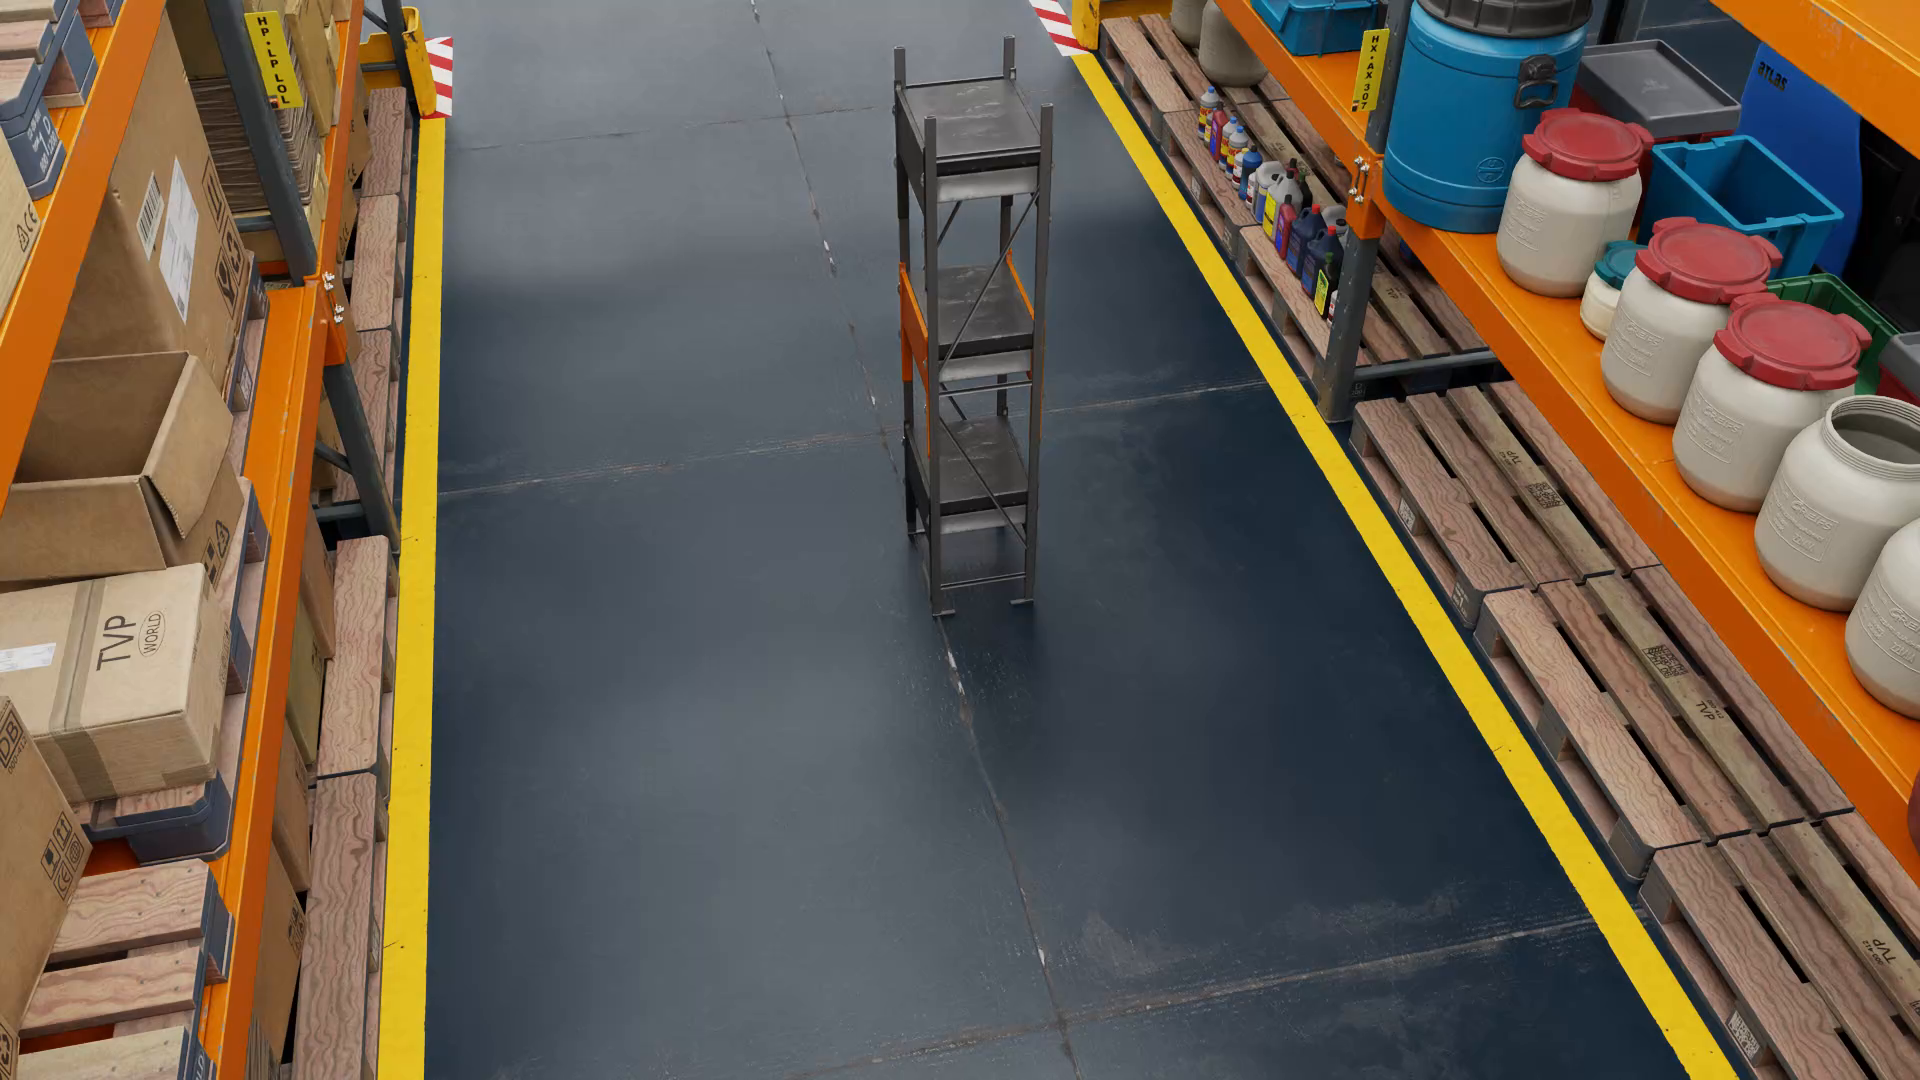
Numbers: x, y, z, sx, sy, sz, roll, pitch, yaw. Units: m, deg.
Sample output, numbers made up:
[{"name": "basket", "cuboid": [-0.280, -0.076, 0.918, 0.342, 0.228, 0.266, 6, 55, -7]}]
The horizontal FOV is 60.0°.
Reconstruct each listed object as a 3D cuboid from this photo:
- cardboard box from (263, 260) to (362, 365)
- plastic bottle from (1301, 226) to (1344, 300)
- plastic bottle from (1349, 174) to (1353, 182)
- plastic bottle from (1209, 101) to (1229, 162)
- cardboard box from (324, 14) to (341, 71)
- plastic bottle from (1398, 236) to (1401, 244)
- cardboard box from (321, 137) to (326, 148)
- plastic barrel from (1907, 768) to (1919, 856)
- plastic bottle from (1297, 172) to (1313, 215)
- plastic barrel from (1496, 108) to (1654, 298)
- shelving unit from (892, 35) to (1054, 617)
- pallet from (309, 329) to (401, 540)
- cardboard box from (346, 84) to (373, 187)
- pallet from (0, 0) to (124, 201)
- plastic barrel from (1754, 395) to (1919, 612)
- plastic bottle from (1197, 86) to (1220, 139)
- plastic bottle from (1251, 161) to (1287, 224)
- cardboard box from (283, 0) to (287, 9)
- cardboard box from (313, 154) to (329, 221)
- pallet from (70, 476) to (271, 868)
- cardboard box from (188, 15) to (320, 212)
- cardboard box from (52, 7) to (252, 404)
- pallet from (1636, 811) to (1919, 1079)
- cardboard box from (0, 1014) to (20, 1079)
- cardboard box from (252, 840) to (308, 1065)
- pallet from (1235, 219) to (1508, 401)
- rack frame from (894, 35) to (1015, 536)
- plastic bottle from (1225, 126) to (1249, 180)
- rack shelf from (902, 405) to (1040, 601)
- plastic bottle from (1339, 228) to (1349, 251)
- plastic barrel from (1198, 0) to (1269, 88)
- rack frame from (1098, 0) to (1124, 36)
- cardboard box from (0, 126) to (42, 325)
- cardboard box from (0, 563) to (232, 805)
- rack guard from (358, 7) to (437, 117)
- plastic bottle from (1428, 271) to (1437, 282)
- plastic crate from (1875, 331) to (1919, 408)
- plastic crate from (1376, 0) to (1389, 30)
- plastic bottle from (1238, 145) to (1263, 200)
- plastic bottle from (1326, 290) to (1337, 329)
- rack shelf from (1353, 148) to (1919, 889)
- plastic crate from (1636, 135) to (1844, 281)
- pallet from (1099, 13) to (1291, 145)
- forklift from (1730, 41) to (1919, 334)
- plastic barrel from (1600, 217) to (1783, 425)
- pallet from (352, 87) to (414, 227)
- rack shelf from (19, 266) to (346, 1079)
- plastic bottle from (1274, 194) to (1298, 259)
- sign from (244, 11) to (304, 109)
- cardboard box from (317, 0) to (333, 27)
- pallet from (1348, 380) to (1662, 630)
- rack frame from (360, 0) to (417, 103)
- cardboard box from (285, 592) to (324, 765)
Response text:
[{"name": "cardboard box", "cuboid": [-2.927, -0.885, 7.054, 0.500, 0.500, 0.500, 4, 42, 4]}, {"name": "plastic bottle", "cuboid": [1.667, -1.288, 7.605, 0.144, 0.351, 0.185, -9, 42, -10]}, {"name": "plastic bottle", "cuboid": [2.037, -1.911, 8.420, 0.097, 0.201, 0.097, 0, 42, 0]}, {"name": "plastic bottle", "cuboid": [1.342, -2.110, 8.582, 0.061, 0.283, 0.133, -8, 42, -9]}, {"name": "cardboard box", "cuboid": [-2.839, -2.087, 7.031, 0.380, 0.149, 0.250, -8, 42, -9]}, {"name": "plastic bottle", "cuboid": [2.169, -1.541, 7.950, 0.097, 0.271, 0.097, 0, 42, 0]}, {"name": "cardboard box", "cuboid": [-2.687, -1.599, 6.481, 0.380, 0.149, 0.250, -8, 42, -9]}, {"name": "plastic barrel", "cuboid": [2.555, 0.547, 3.772, 0.600, 0.536, 0.708, -8, 42, -9]}, {"name": "plastic bottle", "cuboid": [1.650, -1.628, 8.039, 0.061, 0.283, 0.133, -8, 42, -9]}, {"name": "plastic barrel", "cuboid": [2.080, -1.137, 5.669, 0.433, 0.535, 0.433, 0, 42, 0]}, {"name": "shelving unit", "cuboid": [0.036, -0.678, 5.932, 0.431, 2.100, 0.503, -8, 42, -9]}, {"name": "pallet", "cuboid": [-2.928, -0.415, 7.059, 1.003, 0.211, 1.213, -8, 42, -9]}, {"name": "cardboard box", "cuboid": [-3.331, -2.053, 8.370, 0.500, 0.500, 0.500, 2, 42, 2]}, {"name": "pallet", "cuboid": [-2.493, -0.992, 3.490, 1.213, 0.211, 1.003, -8, 42, -9]}, {"name": "plastic barrel", "cuboid": [2.429, -0.096, 4.514, 0.421, 0.512, 0.421, 0, 42, 0]}, {"name": "plastic bottle", "cuboid": [1.311, -2.255, 8.754, 0.097, 0.271, 0.097, 0, 42, 0]}, {"name": "plastic bottle", "cuboid": [1.524, -1.699, 8.125, 0.152, 0.276, 0.135, -8, 42, -8]}, {"name": "cardboard box", "cuboid": [-2.707, -2.202, 5.919, 0.500, 0.500, 0.500, -8, 42, -9]}, {"name": "cardboard box", "cuboid": [-2.543, -1.280, 6.122, 0.380, 0.149, 0.250, -8, 42, -9]}, {"name": "pallet", "cuboid": [-2.353, 0.359, 4.230, 1.003, 0.211, 1.213, -8, 42, -9]}, {"name": "cardboard box", "cuboid": [-2.786, -1.477, 5.855, 0.875, 0.500, 0.500, -8, 42, -9]}, {"name": "cardboard box", "cuboid": [-2.714, -0.874, 4.707, 1.000, 1.000, 1.000, -8, 42, -9]}, {"name": "pallet", "cuboid": [2.821, 1.390, 5.025, 1.003, 0.211, 1.213, -8, 42, -9]}, {"name": "cardboard box", "cuboid": [-2.041, 1.026, 2.943, 0.500, 0.500, 0.500, -13, 43, -15]}, {"name": "cardboard box", "cuboid": [-2.311, 1.180, 4.713, 0.700, 0.500, 0.500, -5, 42, -6]}, {"name": "pallet", "cuboid": [1.983, -1.136, 7.871, 1.003, 0.211, 1.213, -8, 42, -9]}, {"name": "rack frame", "cuboid": [-0.017, -0.836, 6.110, 0.400, 2.100, 0.015, -8, 42, -9]}, {"name": "plastic bottle", "cuboid": [1.406, -1.968, 8.431, 0.097, 0.271, 0.097, 0, 42, 0]}, {"name": "rack shelf", "cuboid": [0.036, -0.144, 6.406, 0.431, 0.518, 0.480, -8, 42, -9]}, {"name": "plastic bottle", "cuboid": [1.808, -1.308, 7.628, 0.144, 0.351, 0.185, -8, 42, -9]}, {"name": "plastic barrel", "cuboid": [1.549, -2.817, 9.221, 0.421, 0.512, 0.421, 0, 42, 0]}, {"name": "rack frame", "cuboid": [1.224, -4.330, 9.369, 1.000, 3.000, 0.127, -8, 42, -9]}, {"name": "cardboard box", "cuboid": [-1.969, -0.507, 2.915, 0.500, 0.250, 0.500, -7, 42, -8]}, {"name": "cardboard box", "cuboid": [-2.023, 0.345, 3.899, 0.500, 0.250, 0.500, -9, 42, -10]}, {"name": "rack guard", "cuboid": [-3.596, -2.637, 9.344, 1.175, 0.500, 0.348, -8, 42, -9]}, {"name": "plastic bottle", "cuboid": [2.246, -1.346, 7.721, 0.061, 0.283, 0.133, -8, 42, -9]}, {"name": "plastic crate", "cuboid": [2.901, -0.260, 4.735, 0.402, 0.464, 0.583, -8, 42, -9]}, {"name": "plastic crate", "cuboid": [2.098, -2.072, 6.871, 0.767, 0.338, 0.504, -8, 42, -9]}, {"name": "plastic bottle", "cuboid": [1.450, -1.836, 8.283, 0.097, 0.271, 0.097, 0, 42, 0]}, {"name": "plastic bottle", "cuboid": [1.705, -1.046, 7.446, 0.097, 0.201, 0.097, 0, 42, 0]}, {"name": "rack shelf", "cuboid": [2.519, -0.172, 5.226, 1.077, 0.370, 4.000, -8, 42, -9]}, {"name": "plastic crate", "cuboid": [2.629, -1.061, 5.698, 0.392, 0.384, 0.575, -8, 42, -9]}, {"name": "pallet", "cuboid": [1.456, -2.718, 9.653, 1.003, 0.211, 1.213, -8, 42, -9]}, {"name": "forklift", "cuboid": [4.624, -1.842, 6.617, 1.130, 2.935, 3.031, -9, 42, -10]}, {"name": "plastic barrel", "cuboid": [2.238, -0.661, 5.133, 0.433, 0.535, 0.433, 0, 42, 0]}, {"name": "pallet", "cuboid": [-3.455, -1.997, 8.841, 1.003, 0.211, 1.213, -8, 42, -9]}, {"name": "rack shelf", "cuboid": [-2.317, 0.538, 4.427, 1.077, 0.370, 4.000, -8, 42, -9]}, {"name": "plastic bottle", "cuboid": [1.549, -1.486, 7.880, 0.061, 0.283, 0.133, -6, 42, -6]}, {"name": "sign", "cuboid": [-2.208, -1.543, 5.356, 0.100, 0.325, 0.005, -8, 42, -9]}, {"name": "cardboard box", "cuboid": [-3.133, -2.446, 6.947, 0.875, 0.500, 0.500, -8, 42, -9]}, {"name": "pallet", "cuboid": [2.295, -0.191, 6.806, 1.003, 0.211, 1.213, -8, 42, -9]}, {"name": "rack frame", "cuboid": [-3.612, -3.621, 8.569, 1.000, 3.000, 0.127, -8, 42, -9]}, {"name": "cardboard box", "cuboid": [-2.553, 0.455, 5.529, 0.700, 0.500, 0.500, -9, 42, -10]}]
